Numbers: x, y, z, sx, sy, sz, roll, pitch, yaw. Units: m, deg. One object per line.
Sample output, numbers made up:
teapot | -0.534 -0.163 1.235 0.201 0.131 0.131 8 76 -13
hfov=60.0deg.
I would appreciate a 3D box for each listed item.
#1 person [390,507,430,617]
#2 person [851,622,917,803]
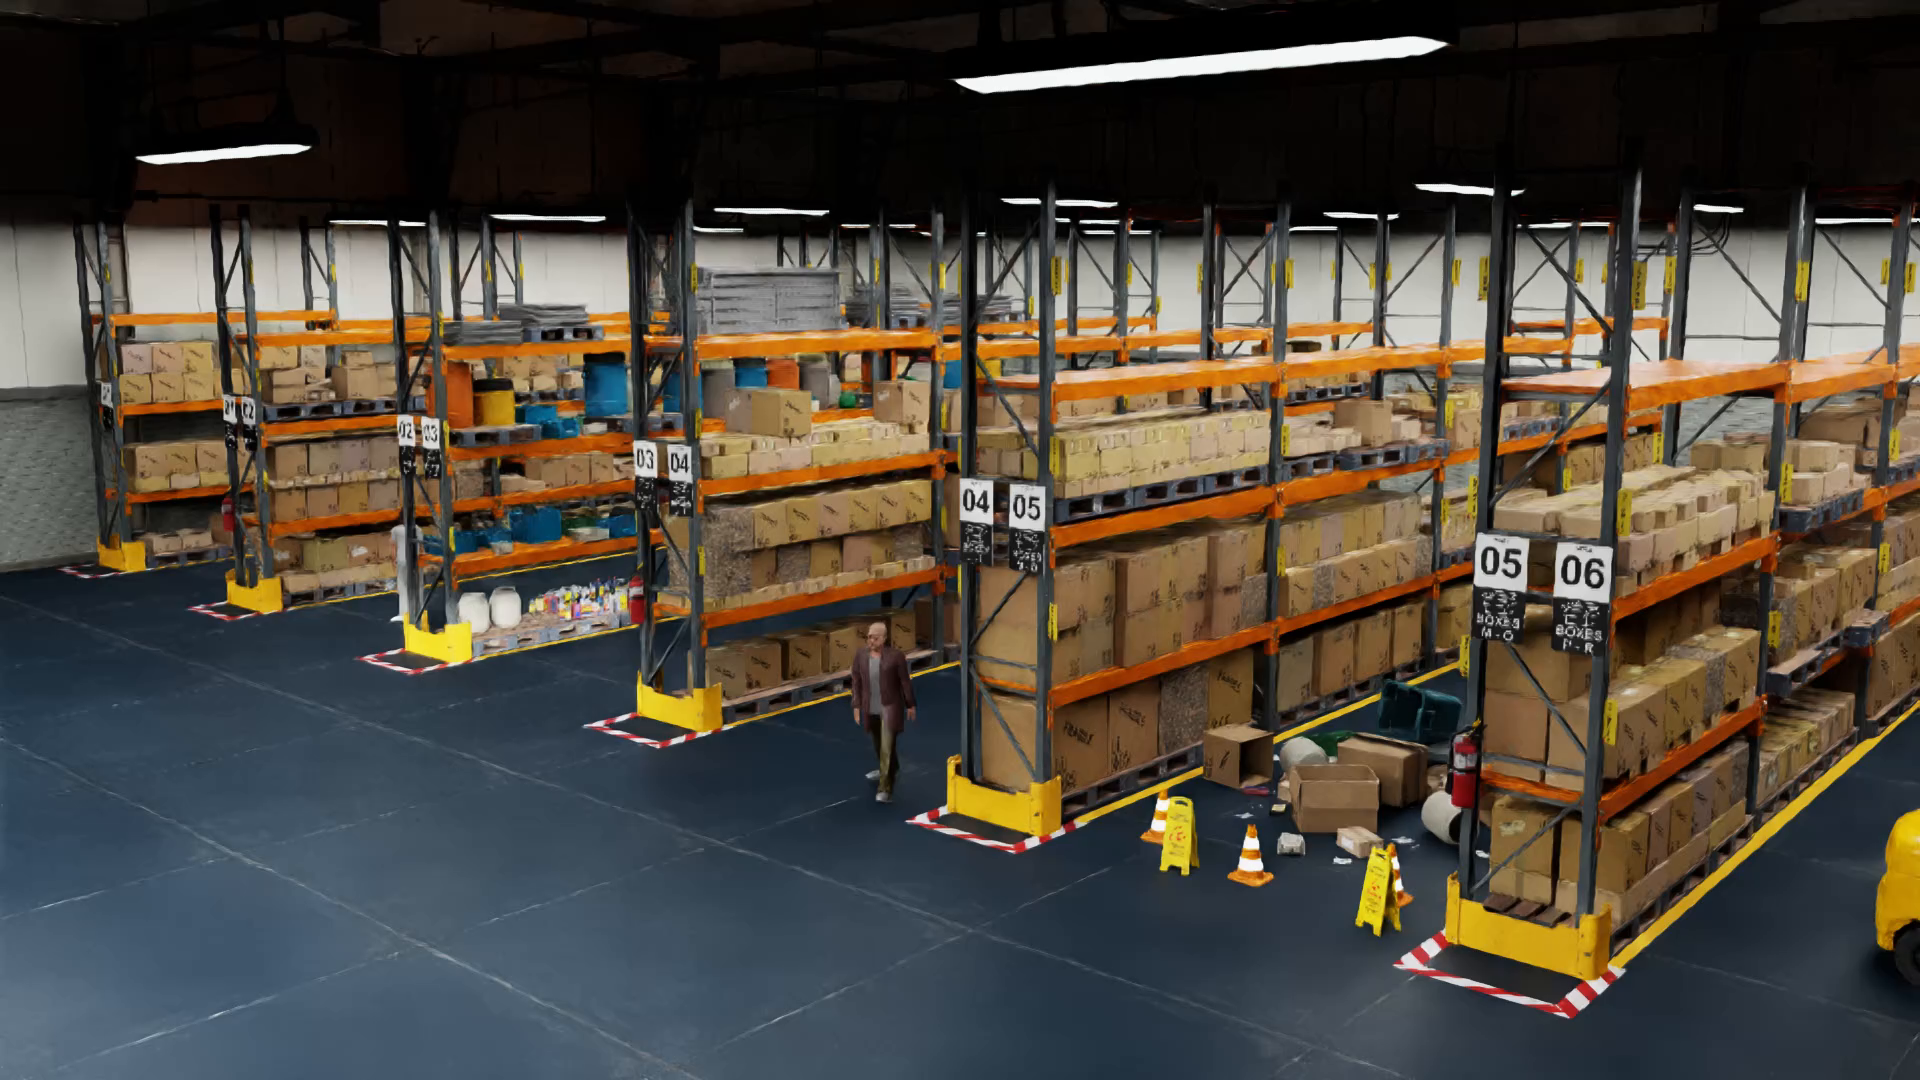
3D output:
person | -7.976 0.298 24.148 0.536 1.602 0.443 -4 10 -22
person | -0.779 1.638 16.254 0.617 1.734 1.036 4 10 22
